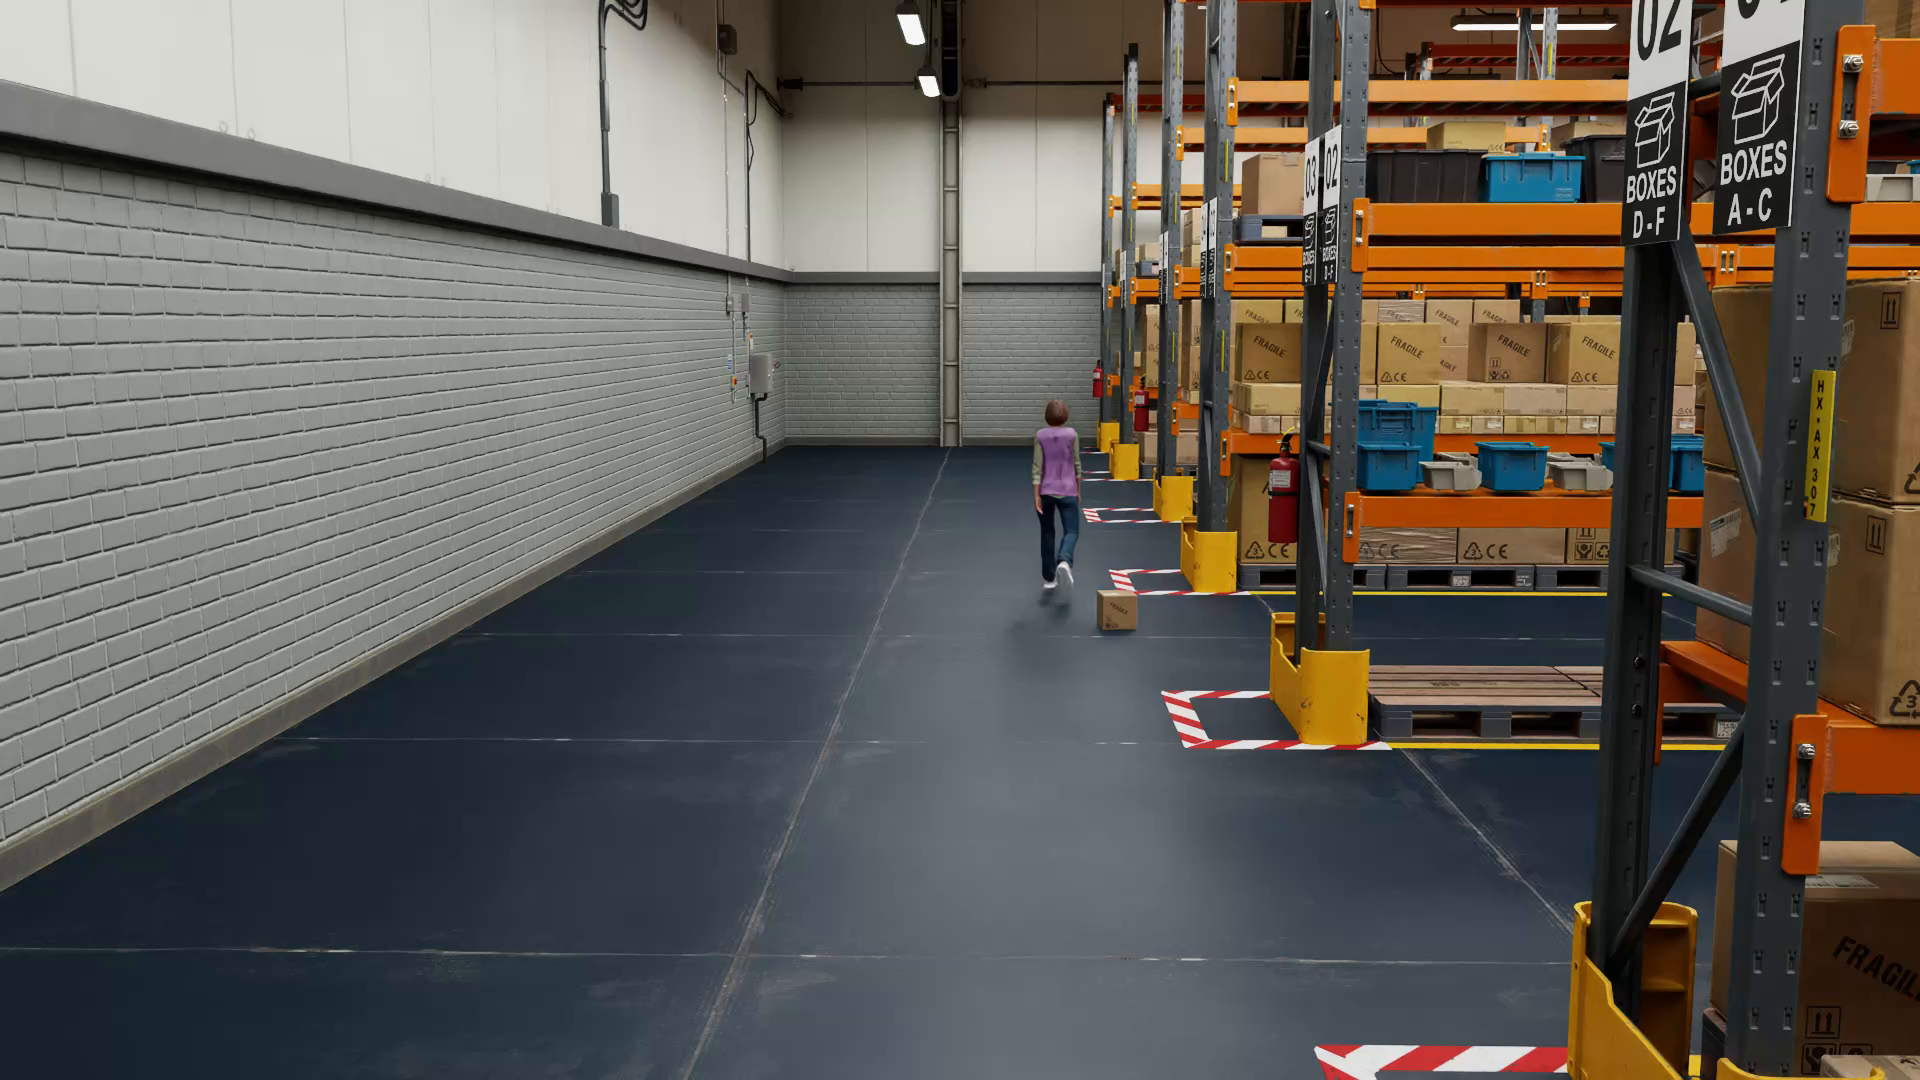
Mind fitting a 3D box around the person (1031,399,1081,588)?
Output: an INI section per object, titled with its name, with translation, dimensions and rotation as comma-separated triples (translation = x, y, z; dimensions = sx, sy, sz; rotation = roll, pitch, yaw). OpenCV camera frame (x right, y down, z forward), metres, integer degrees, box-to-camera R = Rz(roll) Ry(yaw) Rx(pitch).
[person]
translation = 0.775, -0.358, 13.452
dimensions = 0.393, 1.568, 0.774
rotation = 1, 8, 10
